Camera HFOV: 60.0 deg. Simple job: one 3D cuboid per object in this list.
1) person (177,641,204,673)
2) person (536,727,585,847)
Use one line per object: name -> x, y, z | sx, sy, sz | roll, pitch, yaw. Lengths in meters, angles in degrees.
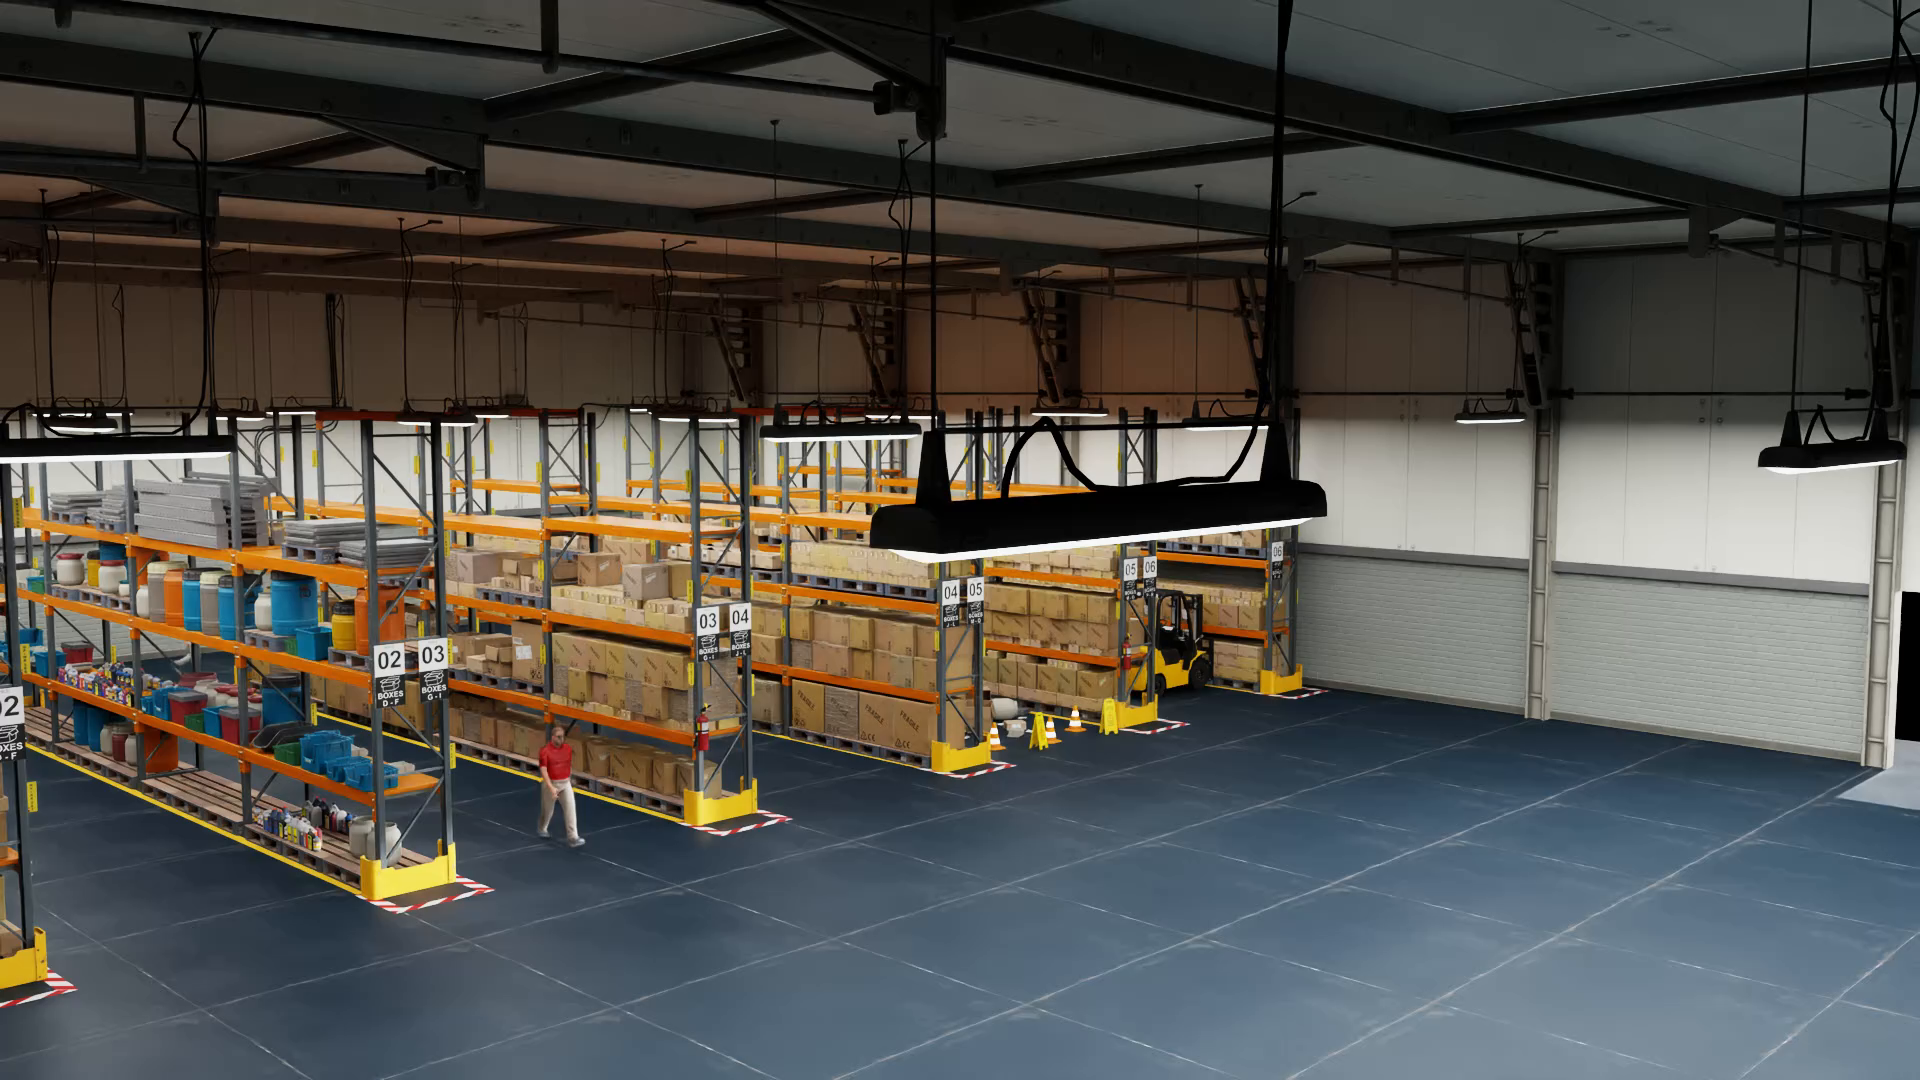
person -> -17.051, 2.174, 36.891 | 0.707, 1.745, 0.545 | -1, 5, -7
person -> -5.609, 3.452, 23.286 | 0.525, 1.643, 1.140 | -4, 6, -38
